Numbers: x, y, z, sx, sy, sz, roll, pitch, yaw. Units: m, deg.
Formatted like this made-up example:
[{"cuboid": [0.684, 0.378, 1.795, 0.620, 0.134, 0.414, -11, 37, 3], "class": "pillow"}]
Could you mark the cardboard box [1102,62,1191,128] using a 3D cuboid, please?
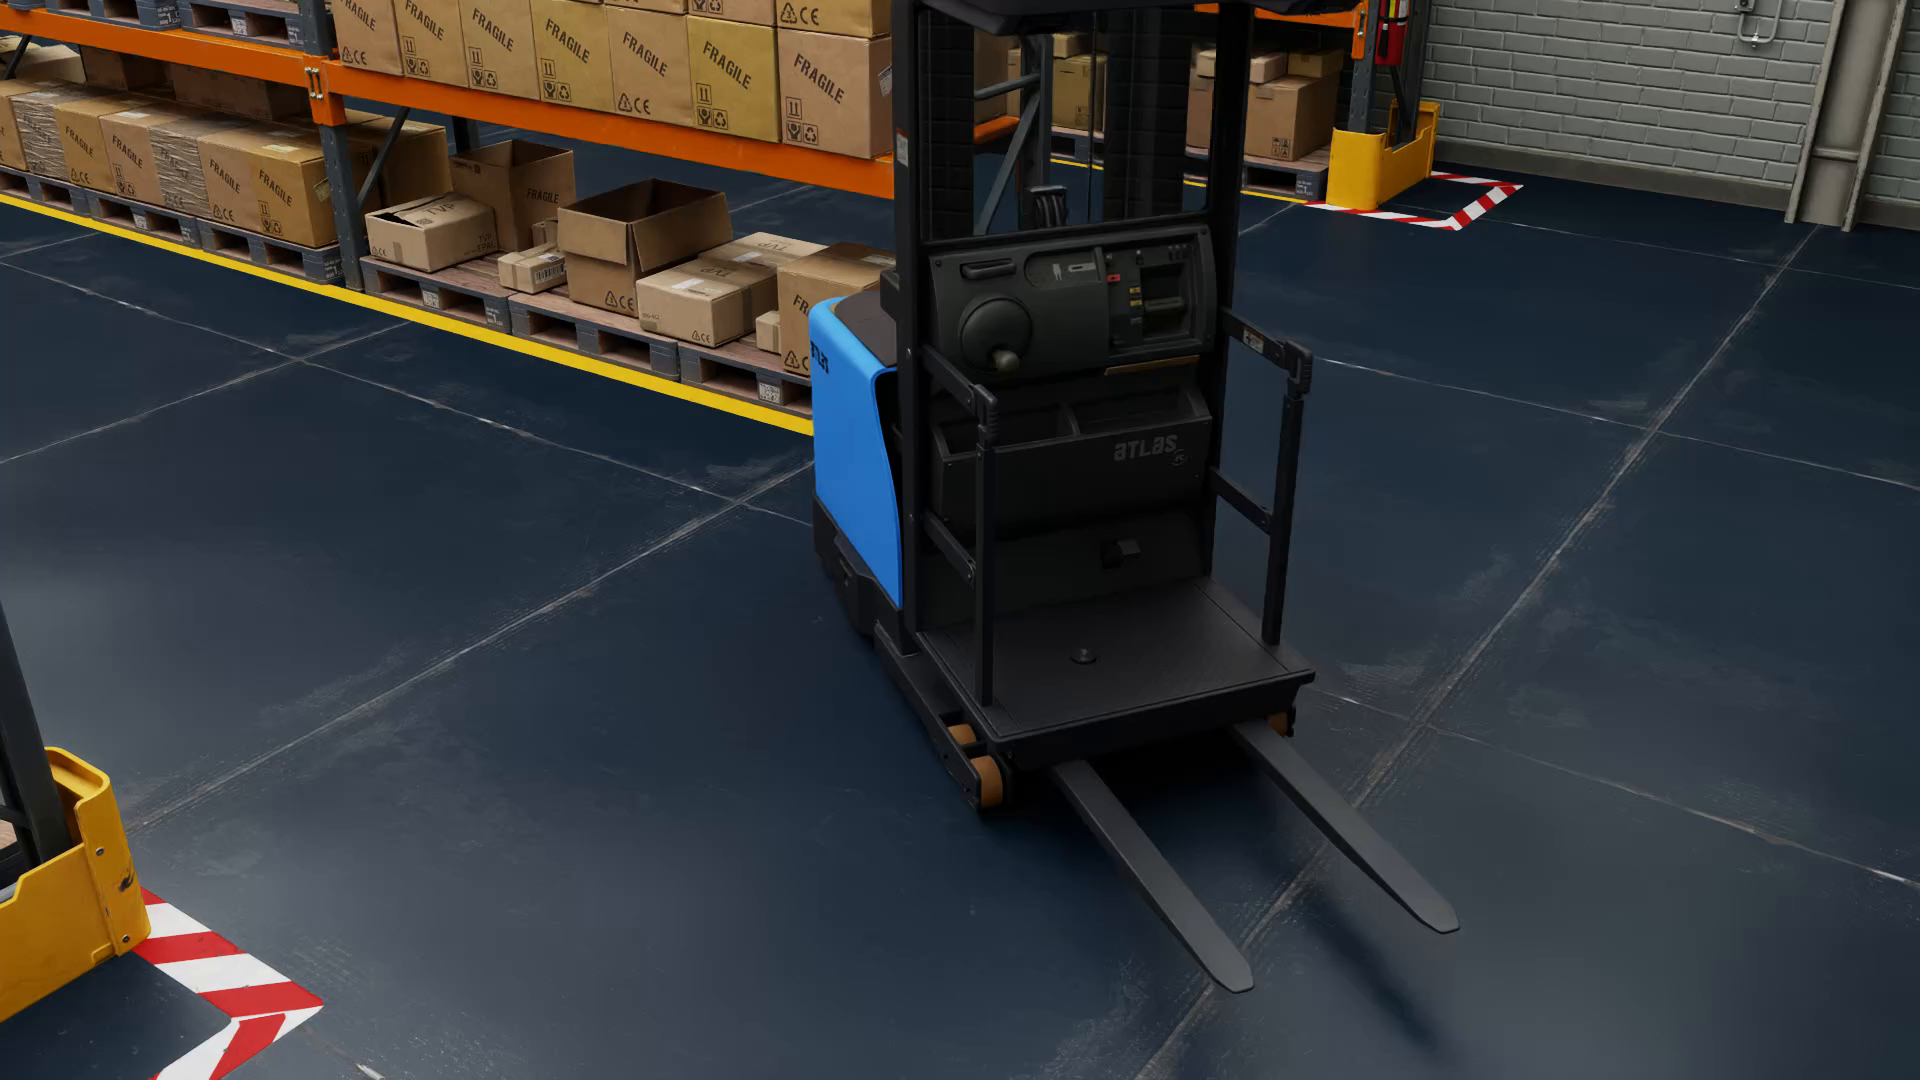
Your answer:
[{"cuboid": [1.431, -3.254, 12.130, 0.500, 0.500, 0.700, 16, 31, 29], "class": "cardboard box"}]

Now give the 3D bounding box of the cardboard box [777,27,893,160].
[{"cuboid": [-0.433, -1.986, 7.235, 0.500, 0.500, 0.500, 18, 32, 32], "class": "cardboard box"}]

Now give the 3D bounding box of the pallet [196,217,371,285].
[{"cuboid": [-3.898, -1.907, 10.265, 1.213, 0.211, 1.003, 17, 32, 30], "class": "pallet"}]

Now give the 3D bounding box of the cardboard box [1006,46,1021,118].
[{"cuboid": [0.566, -3.521, 12.654, 0.500, 0.500, 0.700, 17, 32, 30], "class": "cardboard box"}]

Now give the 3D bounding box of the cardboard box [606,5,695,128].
[{"cuboid": [-1.270, -2.248, 7.750, 0.500, 0.500, 0.500, 18, 32, 31], "class": "cardboard box"}]

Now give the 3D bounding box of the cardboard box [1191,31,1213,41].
[{"cuboid": [1.641, -3.588, 12.070, 0.250, 0.149, 0.380, 18, 32, 31], "class": "cardboard box"}]

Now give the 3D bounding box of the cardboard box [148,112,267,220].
[{"cuboid": [-4.591, -2.316, 10.264, 0.500, 0.500, 0.500, 18, 32, 31], "class": "cardboard box"}]

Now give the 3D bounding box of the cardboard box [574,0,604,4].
[{"cuboid": [-1.702, -2.822, 7.776, 0.500, 0.500, 0.500, 18, 32, 32], "class": "cardboard box"}]

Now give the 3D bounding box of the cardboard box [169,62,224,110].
[{"cuboid": [-4.705, -2.972, 10.727, 0.500, 0.250, 0.500, 17, 31, 29], "class": "cardboard box"}]

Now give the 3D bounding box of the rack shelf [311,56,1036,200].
[{"cuboid": [-1.558, -2.121, 8.404, 4.000, 0.370, 1.077, 17, 32, 30], "class": "rack shelf"}]

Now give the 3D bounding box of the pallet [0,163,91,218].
[{"cuboid": [-5.910, -2.534, 11.496, 1.213, 0.211, 1.003, 17, 32, 30], "class": "pallet"}]

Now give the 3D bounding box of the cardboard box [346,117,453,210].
[{"cuboid": [-3.467, -2.253, 10.140, 0.500, 0.500, 0.500, 16, 31, 28], "class": "cardboard box"}]

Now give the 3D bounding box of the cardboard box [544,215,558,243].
[{"cuboid": [-1.958, -1.720, 9.302, 0.500, 0.311, 0.500, 17, 32, 30], "class": "cardboard box"}]

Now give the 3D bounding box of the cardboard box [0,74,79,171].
[{"cuboid": [-6.290, -2.841, 11.296, 0.500, 0.500, 0.500, 19, 32, 32], "class": "cardboard box"}]

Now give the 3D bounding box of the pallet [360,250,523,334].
[{"cuboid": [-2.641, -1.536, 9.535, 1.213, 0.211, 1.003, 17, 32, 30], "class": "pallet"}]

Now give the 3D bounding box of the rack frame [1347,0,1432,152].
[{"cuboid": [2.892, -3.781, 10.872, 0.127, 3.000, 1.000, 17, 32, 30], "class": "rack frame"}]

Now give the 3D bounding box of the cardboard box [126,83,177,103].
[{"cuboid": [-5.173, -2.779, 11.174, 0.500, 0.500, 0.500, 16, 31, 29], "class": "cardboard box"}]

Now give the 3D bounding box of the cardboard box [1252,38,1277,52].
[{"cuboid": [2.057, -3.458, 11.816, 0.250, 0.149, 0.380, 17, 32, 30], "class": "cardboard box"}]

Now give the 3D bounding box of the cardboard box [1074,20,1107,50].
[{"cuboid": [1.007, -3.784, 12.457, 0.250, 0.149, 0.380, 18, 32, 31], "class": "cardboard box"}]

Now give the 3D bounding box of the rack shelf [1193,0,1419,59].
[{"cuboid": [1.244, -3.974, 12.045, 4.000, 0.370, 1.077, 17, 32, 30], "class": "rack shelf"}]

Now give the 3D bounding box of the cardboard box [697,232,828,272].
[{"cuboid": [-1.021, -1.401, 8.743, 0.500, 0.250, 0.500, 17, 32, 30], "class": "cardboard box"}]

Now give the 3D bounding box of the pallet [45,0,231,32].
[{"cuboid": [-4.898, -3.399, 10.334, 1.213, 0.211, 1.003, 17, 32, 30], "class": "pallet"}]

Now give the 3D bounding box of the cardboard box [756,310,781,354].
[{"cuboid": [-0.780, -1.047, 8.138, 0.250, 0.166, 0.380, 17, 32, 30], "class": "cardboard box"}]

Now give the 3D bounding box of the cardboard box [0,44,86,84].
[{"cuboid": [-6.769, -3.438, 12.149, 0.500, 0.311, 0.500, 19, 32, 32], "class": "cardboard box"}]

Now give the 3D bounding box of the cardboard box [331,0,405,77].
[{"cuboid": [-2.941, -2.767, 8.770, 0.500, 0.500, 0.500, 18, 32, 32], "class": "cardboard box"}]

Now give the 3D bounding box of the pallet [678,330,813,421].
[{"cuboid": [-0.630, -0.909, 8.304, 1.213, 0.211, 1.003, 17, 32, 30], "class": "pallet"}]

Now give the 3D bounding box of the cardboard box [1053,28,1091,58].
[{"cuboid": [0.763, -3.650, 12.193, 0.250, 0.149, 0.380, 16, 31, 29], "class": "cardboard box"}]

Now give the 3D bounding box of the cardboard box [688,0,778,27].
[{"cuboid": [-0.849, -2.559, 7.259, 0.500, 0.500, 0.500, 18, 32, 32], "class": "cardboard box"}]

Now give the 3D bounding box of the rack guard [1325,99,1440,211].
[{"cuboid": [2.912, -2.661, 11.427, 0.348, 0.500, 1.175, 17, 32, 30], "class": "rack guard"}]

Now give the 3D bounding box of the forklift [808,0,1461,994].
[{"cuboid": [0.434, -0.691, 4.877, 1.130, 2.935, 3.031, -10, 29, -19], "class": "forklift"}]

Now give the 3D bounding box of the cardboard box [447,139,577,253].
[{"cuboid": [-2.576, -1.997, 9.638, 0.500, 0.500, 0.500, 17, 32, 30], "class": "cardboard box"}]

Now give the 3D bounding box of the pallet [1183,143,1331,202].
[{"cuboid": [2.189, -2.714, 11.851, 1.213, 0.211, 1.003, 17, 32, 30], "class": "pallet"}]

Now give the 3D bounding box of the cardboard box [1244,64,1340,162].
[{"cuboid": [2.259, -2.996, 11.624, 0.500, 0.500, 0.700, 17, 32, 30], "class": "cardboard box"}]

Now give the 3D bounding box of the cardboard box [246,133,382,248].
[{"cuboid": [-3.775, -2.057, 9.755, 0.500, 0.500, 0.500, 17, 32, 30], "class": "cardboard box"}]

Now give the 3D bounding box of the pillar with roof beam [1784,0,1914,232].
[{"cuboid": [3.170, -4.475, 5.622, 0.400, 9.000, 9.100, 17, 32, 30], "class": "pillar with roof beam"}]

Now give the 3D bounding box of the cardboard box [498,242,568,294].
[{"cuboid": [-2.264, -1.482, 8.993, 0.250, 0.166, 0.380, 17, 32, 30], "class": "cardboard box"}]

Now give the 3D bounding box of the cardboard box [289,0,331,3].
[{"cuboid": [-3.470, -3.392, 9.535, 0.500, 0.500, 0.700, 7, 28, 13], "class": "cardboard box"}]

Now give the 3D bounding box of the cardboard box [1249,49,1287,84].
[{"cuboid": [2.050, -3.250, 11.408, 0.250, 0.149, 0.380, 17, 31, 30], "class": "cardboard box"}]

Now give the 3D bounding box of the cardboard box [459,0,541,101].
[{"cuboid": [-2.106, -2.507, 8.260, 0.500, 0.500, 0.500, 17, 32, 30], "class": "cardboard box"}]

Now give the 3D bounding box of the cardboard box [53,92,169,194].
[{"cuboid": [-5.445, -2.578, 10.779, 0.500, 0.500, 0.500, 17, 31, 30], "class": "cardboard box"}]

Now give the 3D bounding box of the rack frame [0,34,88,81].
[{"cuboid": [-6.504, -3.982, 11.268, 0.127, 3.000, 1.000, 17, 32, 30], "class": "rack frame"}]

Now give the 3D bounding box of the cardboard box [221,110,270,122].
[{"cuboid": [-4.321, -2.517, 10.659, 0.500, 0.500, 0.500, 18, 32, 31], "class": "cardboard box"}]
